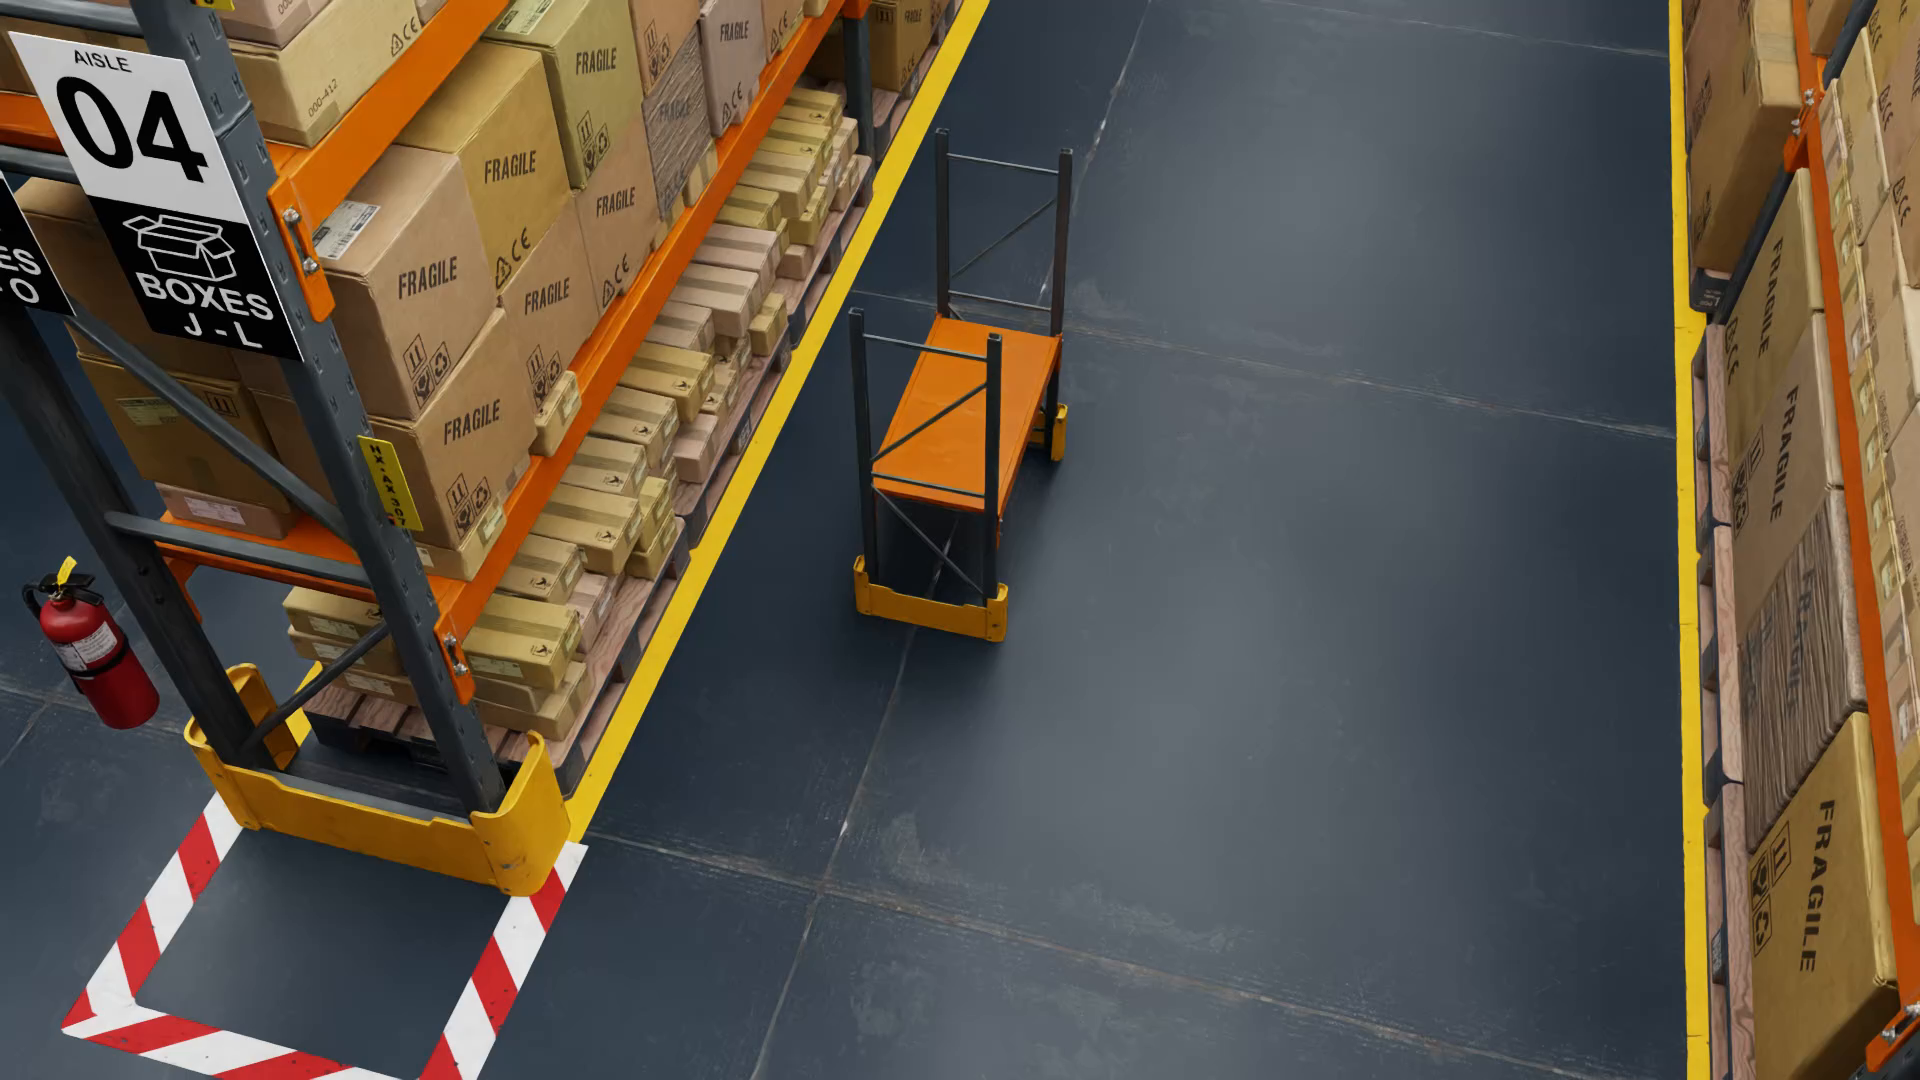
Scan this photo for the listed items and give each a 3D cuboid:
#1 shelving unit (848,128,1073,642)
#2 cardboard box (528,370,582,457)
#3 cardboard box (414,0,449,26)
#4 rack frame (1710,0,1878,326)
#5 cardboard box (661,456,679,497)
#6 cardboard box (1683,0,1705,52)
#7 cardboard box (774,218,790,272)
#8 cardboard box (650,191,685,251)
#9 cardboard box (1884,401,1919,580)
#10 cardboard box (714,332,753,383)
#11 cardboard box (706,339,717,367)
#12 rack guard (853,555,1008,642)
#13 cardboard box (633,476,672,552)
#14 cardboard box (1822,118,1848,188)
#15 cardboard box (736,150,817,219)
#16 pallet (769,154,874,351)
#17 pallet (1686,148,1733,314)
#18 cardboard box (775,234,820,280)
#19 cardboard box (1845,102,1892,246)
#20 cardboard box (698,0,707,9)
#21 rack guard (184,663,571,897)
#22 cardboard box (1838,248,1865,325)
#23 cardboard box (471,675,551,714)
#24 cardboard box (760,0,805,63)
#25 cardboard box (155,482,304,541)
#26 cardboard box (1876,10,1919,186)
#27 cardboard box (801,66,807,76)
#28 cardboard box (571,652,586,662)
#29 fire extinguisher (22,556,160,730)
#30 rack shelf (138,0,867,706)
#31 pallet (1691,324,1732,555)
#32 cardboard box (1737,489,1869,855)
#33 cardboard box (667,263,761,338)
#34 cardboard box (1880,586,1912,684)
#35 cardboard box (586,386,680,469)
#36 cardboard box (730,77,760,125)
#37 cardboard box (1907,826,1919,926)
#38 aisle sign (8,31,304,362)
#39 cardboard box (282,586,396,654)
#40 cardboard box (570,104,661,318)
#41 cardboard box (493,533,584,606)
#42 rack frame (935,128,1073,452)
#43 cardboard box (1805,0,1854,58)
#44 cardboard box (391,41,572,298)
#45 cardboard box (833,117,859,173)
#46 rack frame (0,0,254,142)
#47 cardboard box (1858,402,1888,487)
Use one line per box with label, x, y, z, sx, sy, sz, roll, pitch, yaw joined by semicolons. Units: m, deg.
shelving unit;0.020;-0.551;6.155;0.587;1.500;1.083;12;50;10
cardboard box;-1.417;-0.424;5.210;0.380;0.149;0.250;10;49;9
cardboard box;-1.461;-1.558;4.143;0.500;0.250;0.500;13;50;11
rack frame;3.843;-1.803;6.259;1.000;3.000;0.127;12;50;10
cardboard box;-1.325;-0.226;6.489;0.380;0.149;0.250;12;50;10
cardboard box;4.452;-2.993;8.447;1.225;0.875;0.875;12;50;10
cardboard box;-0.965;-1.300;7.239;0.380;0.149;0.250;12;50;10
cardboard box;-1.205;-1.186;5.883;0.380;0.149;0.250;13;50;11
cardboard box;2.929;-0.096;4.655;0.500;0.250;0.500;10;49;9
cardboard box;-1.096;-0.775;6.974;0.380;0.149;0.250;12;50;11
cardboard box;-1.215;-0.738;6.742;0.380;0.149;0.250;14;50;12
rack guard;-0.111;0.222;6.306;0.587;0.250;0.087;12;50;10
cardboard box;-1.305;-0.129;6.205;0.380;0.149;0.250;13;50;11
cardboard box;3.375;-1.381;6.055;0.380;0.149;0.250;10;49;9
cardboard box;-0.846;-1.564;7.273;0.380;0.149;0.250;11;50;10
pallet;-1.058;-1.439;7.798;1.003;0.211;1.213;12;50;10
pallet;3.973;-1.453;7.810;1.003;0.211;1.213;12;50;10
cardboard box;-0.846;-1.324;7.458;0.380;0.149;0.250;10;49;9
cardboard box;3.331;-1.204;5.633;0.500;0.250;0.500;11;50;10
cardboard box;-1.058;-2.181;5.661;0.500;0.500;0.500;13;50;11
rack guard;-1.948;0.811;5.620;1.175;0.500;0.348;12;50;10
cardboard box;3.172;-0.815;5.555;0.380;0.149;0.250;11;49;10
cardboard box;-1.583;0.416;5.724;0.380;0.149;0.250;13;50;12
cardboard box;-0.908;-2.205;6.349;0.500;0.500;0.500;10;49;9
cardboard box;-2.155;-0.170;4.985;0.380;0.149;0.250;12;50;10
cardboard box;3.333;-1.449;5.348;0.500;0.500;0.500;12;50;10
cardboard box;-0.964;-2.751;8.484;0.500;0.500;0.500;11;49;9
cardboard box;-1.532;0.322;6.005;0.380;0.149;0.250;11;50;10
fire extinguisher;-2.480;0.279;4.722;0.296;0.674;0.183;12;50;10
rack shelf;-1.442;-1.170;6.180;1.077;0.370;4.000;12;50;10
pallet;3.567;-0.345;6.833;1.003;0.211;1.213;12;50;10
cardboard box;3.121;0.518;5.348;0.875;0.875;0.875;12;50;10
cardboard box;-1.030;-0.980;6.758;0.380;0.149;0.250;10;49;9
cardboard box;2.767;0.300;4.571;0.380;0.149;0.250;12;50;11
cardboard box;-1.289;-0.440;6.281;0.380;0.149;0.250;13;50;12
cardboard box;-0.990;-1.745;6.376;0.380;0.149;0.250;10;49;8
cardboard box;2.566;0.851;4.084;0.380;0.149;0.250;12;50;11
aisle sign;-1.698;-0.709;3.560;0.394;0.787;0.004;12;50;10
cardboard box;-2.073;0.213;5.704;0.380;0.149;0.250;12;50;10
cardboard box;-1.326;-1.107;5.380;0.500;0.500;0.500;12;50;11
cardboard box;-1.546;0.111;5.795;0.380;0.149;0.250;12;50;11
rack frame;0.156;-0.926;6.486;0.500;1.500;0.032;12;50;10
cardboard box;3.703;-2.228;6.568;0.500;0.500;0.500;12;50;10
cardboard box;-1.467;-1.062;4.674;0.500;0.500;0.500;13;50;11
cardboard box;-0.692;-1.858;7.731;0.380;0.149;0.250;12;50;11
rack frame;-1.968;-1.946;2.385;1.000;3.000;0.127;12;50;10
cardboard box;2.969;-0.254;5.060;0.380;0.149;0.250;12;50;11
